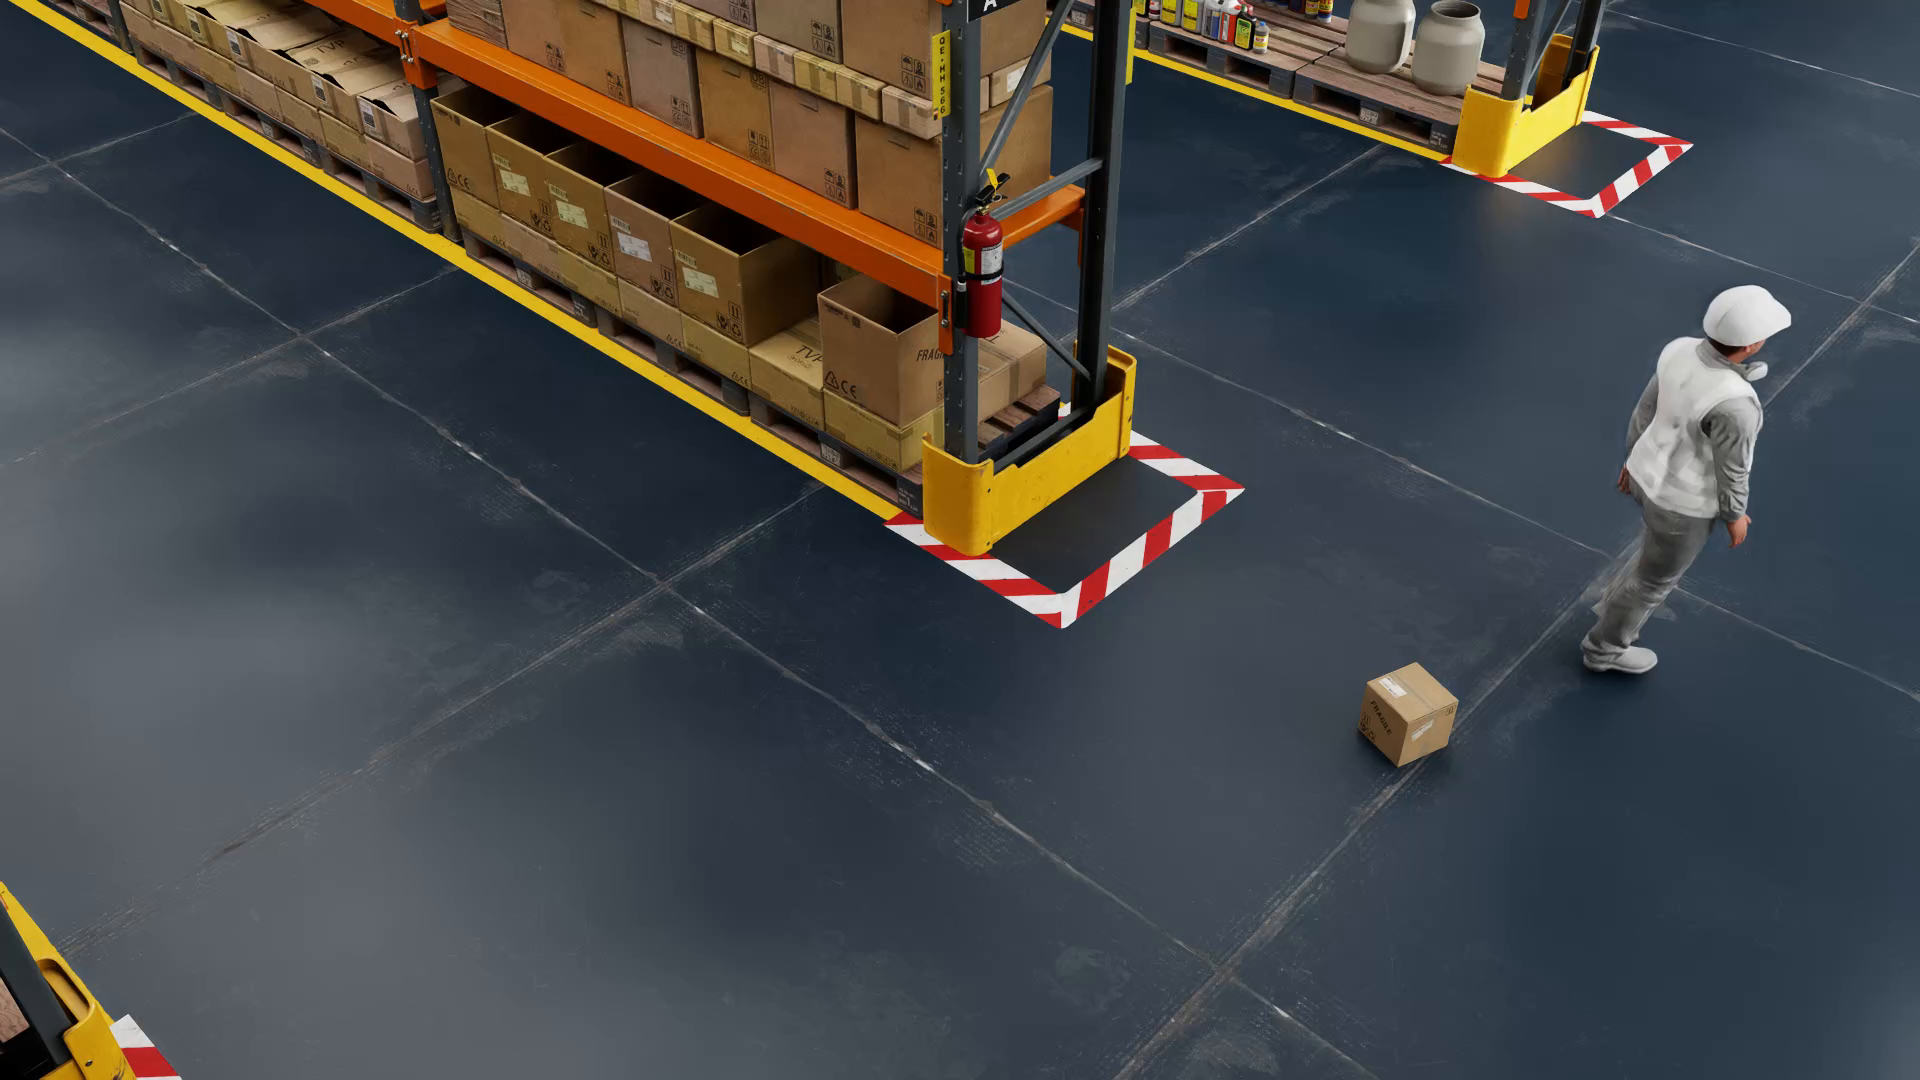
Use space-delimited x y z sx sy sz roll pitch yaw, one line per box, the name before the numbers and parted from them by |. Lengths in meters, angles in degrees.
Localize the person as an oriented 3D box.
person | 2.778 -0.188 6.357 0.487 1.809 0.547 -4 39 -4
